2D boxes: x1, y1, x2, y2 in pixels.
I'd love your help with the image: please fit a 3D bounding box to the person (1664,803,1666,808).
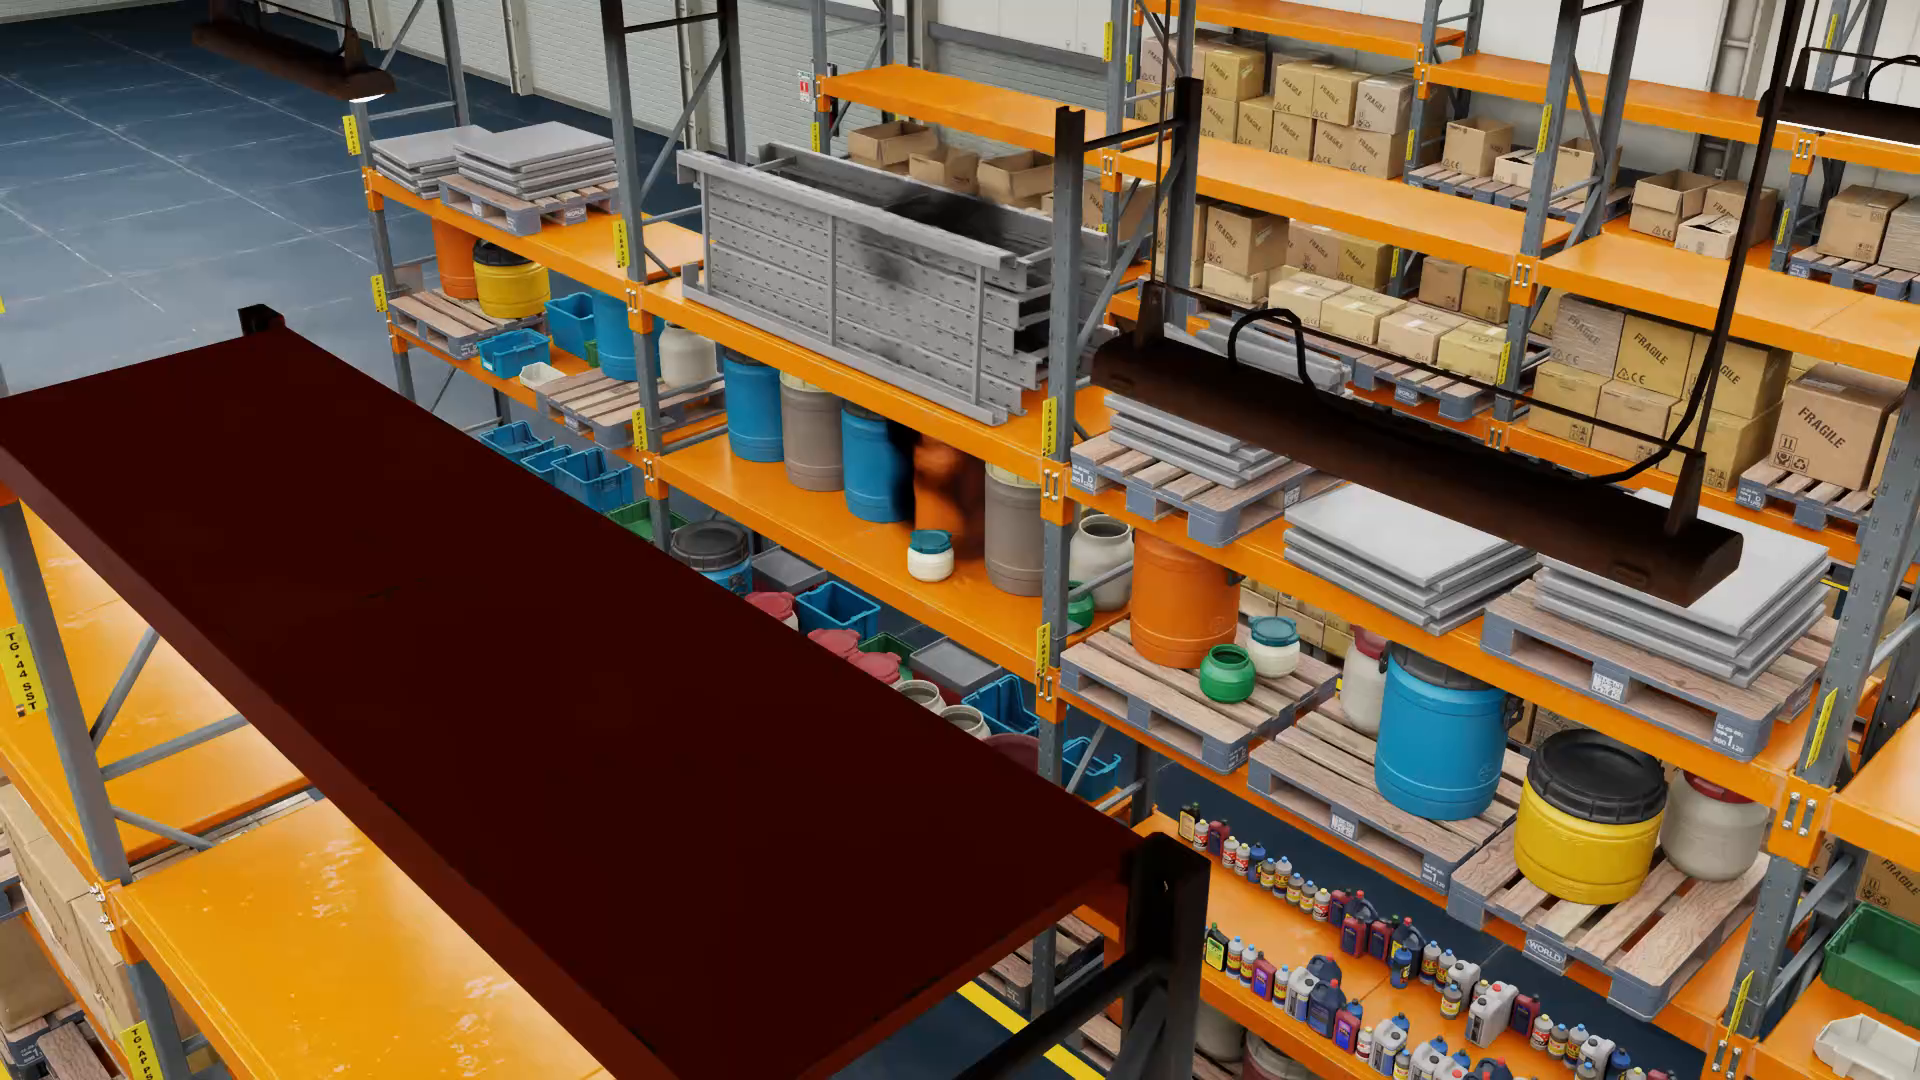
[{"bbox_3d":[4.320,2.272,10.829,0.814,1.767,0.627,17,32,28],"label":"person"}]
